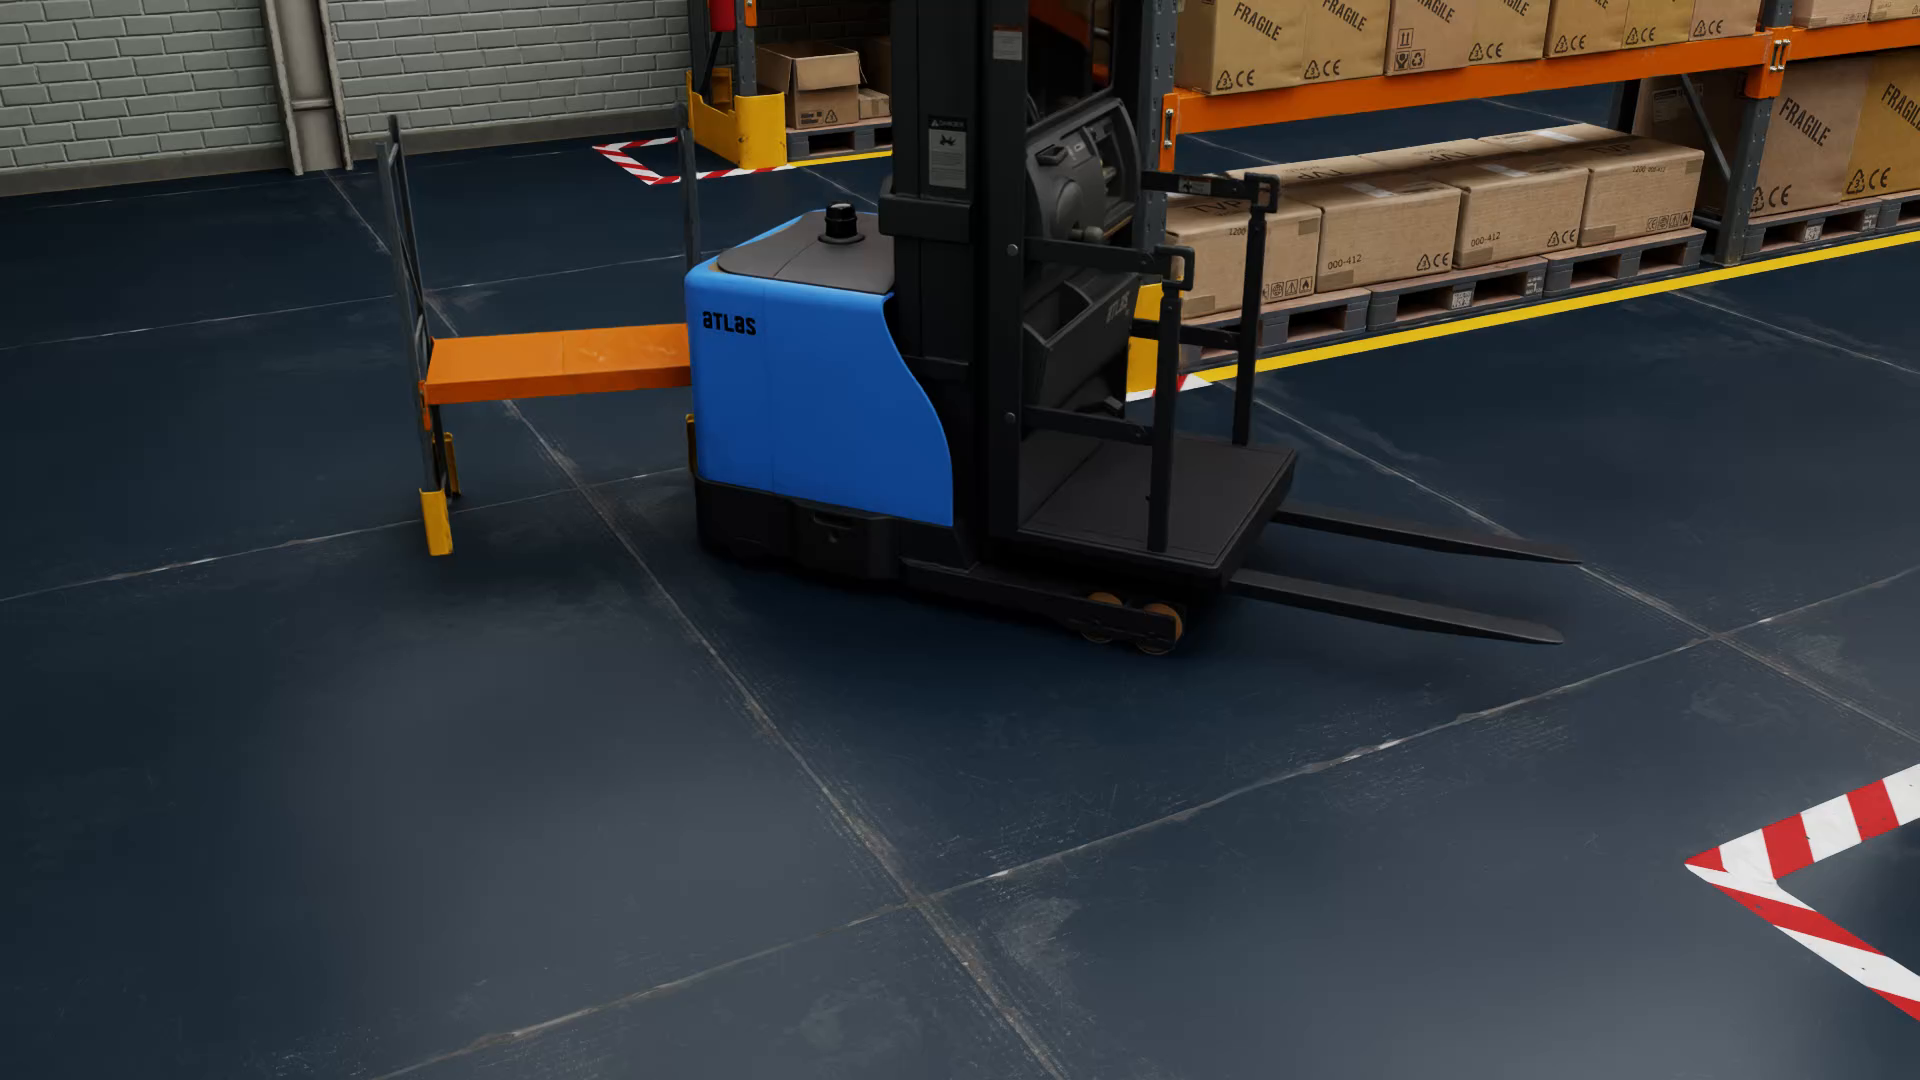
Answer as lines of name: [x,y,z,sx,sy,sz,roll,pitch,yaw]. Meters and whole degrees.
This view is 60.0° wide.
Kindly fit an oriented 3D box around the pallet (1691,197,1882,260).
pallet: [4.818,-2.027,10.228,1.213,0.211,1.003,-13,29,-25]

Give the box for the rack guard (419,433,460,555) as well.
rack guard: [-1.980,-0.183,6.341,0.087,0.250,0.587,-5,26,-11]

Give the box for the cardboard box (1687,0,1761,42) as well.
cardboard box: [3.883,-2.951,8.815,0.500,0.500,0.500,-13,28,-25]

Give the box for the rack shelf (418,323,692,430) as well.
rack shelf: [-1.484,-0.631,6.245,1.000,0.185,0.538,-5,26,-11]

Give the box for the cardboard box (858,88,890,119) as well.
cardboard box: [-0.719,-3.242,12.346,0.250,0.149,0.380,-14,29,-27]

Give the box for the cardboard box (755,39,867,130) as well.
cardboard box: [-1.112,-3.331,12.120,0.637,0.503,0.797,-14,29,-27]

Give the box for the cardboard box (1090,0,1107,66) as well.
cardboard box: [0.944,-2.528,7.934,0.500,0.500,0.500,-13,28,-25]

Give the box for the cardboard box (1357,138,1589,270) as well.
cardboard box: [2.778,-1.863,9.139,0.875,0.438,0.875,-14,29,-27]

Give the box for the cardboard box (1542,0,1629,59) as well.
cardboard box: [2.995,-2.736,8.368,0.500,0.500,0.500,-13,29,-26]

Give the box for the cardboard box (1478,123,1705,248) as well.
cardboard box: [3.568,-2.045,9.520,0.875,0.438,0.875,-13,29,-26]

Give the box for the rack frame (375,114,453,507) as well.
rack frame: [-1.981,-0.746,6.069,0.032,1.500,0.500,-5,26,-11]

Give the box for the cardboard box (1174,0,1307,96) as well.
cardboard box: [1.202,-2.317,7.494,0.500,0.500,0.500,-13,29,-25]

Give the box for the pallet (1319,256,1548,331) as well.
pallet: [2.387,-1.466,9.059,1.213,0.211,1.003,-13,29,-25]

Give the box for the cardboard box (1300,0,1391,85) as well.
cardboard box: [1.635,-2.430,7.731,0.500,0.500,0.500,-13,29,-26]

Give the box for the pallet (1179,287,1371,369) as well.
pallet: [1.312,-1.219,8.545,1.213,0.211,1.003,-13,29,-25]

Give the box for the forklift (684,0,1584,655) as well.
forklift: [0.595,-1.205,5.374,3.031,2.935,1.130,11,28,22]

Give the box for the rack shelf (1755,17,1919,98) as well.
rack shelf: [5.937,-3.181,10.241,4.000,0.370,1.077,-13,29,-25]

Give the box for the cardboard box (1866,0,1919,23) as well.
cardboard box: [5.141,-3.125,9.467,0.500,0.250,0.500,-14,29,-26]

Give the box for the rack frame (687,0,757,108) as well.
rack frame: [-1.696,-4.178,11.487,0.127,3.000,1.000,-13,29,-25]

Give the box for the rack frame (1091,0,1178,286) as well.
rack frame: [0.643,-2.283,7.540,0.127,3.000,1.000,-13,29,-25]

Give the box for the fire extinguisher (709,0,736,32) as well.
fire extinguisher: [-1.608,-3.769,11.154,0.183,0.674,0.296,-13,29,-25]

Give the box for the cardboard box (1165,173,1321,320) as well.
cardboard box: [1.178,-1.490,8.363,0.875,0.438,0.875,-14,29,-27]

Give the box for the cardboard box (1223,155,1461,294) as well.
cardboard box: [1.982,-1.680,8.758,0.875,0.438,0.875,-12,28,-24]

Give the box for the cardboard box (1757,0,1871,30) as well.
cardboard box: [4.685,-3.019,9.246,0.500,0.250,0.500,-14,29,-26]

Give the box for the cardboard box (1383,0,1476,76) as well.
cardboard box: [2.092,-2.527,7.932,0.500,0.500,0.500,-13,29,-25]

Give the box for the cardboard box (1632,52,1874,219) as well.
cardboard box: [4.682,-2.486,9.933,0.875,0.875,0.875,-12,28,-24]

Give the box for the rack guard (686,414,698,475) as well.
rack guard: [-1.007,-0.275,6.532,0.087,0.250,0.587,-5,26,-11]

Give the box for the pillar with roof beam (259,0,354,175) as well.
pillar with roof beam: [-2.474,-5.034,6.337,0.400,9.000,9.100,-13,29,-25]

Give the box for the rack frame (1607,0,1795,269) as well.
rack frame: [4.172,-3.098,9.237,0.127,3.000,1.000,-13,29,-25]

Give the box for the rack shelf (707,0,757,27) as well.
rack shelf: [0.069,-4.261,12.491,4.000,0.370,1.077,-13,29,-25]

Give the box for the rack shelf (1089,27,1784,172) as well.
rack shelf: [2.408,-2.366,8.544,4.000,0.370,1.077,-13,29,-25]

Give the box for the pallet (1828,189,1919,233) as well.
pallet: [5.896,-2.277,10.749,1.213,0.211,1.003,-13,29,-25]

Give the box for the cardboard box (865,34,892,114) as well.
cardboard box: [-0.339,-3.488,12.453,0.500,0.500,0.700,-12,28,-23]

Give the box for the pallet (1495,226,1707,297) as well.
pallet: [3.465,-1.716,9.580,1.213,0.211,1.003,-13,29,-25]

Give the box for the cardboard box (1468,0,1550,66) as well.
cardboard box: [2.526,-2.635,8.158,0.500,0.500,0.500,-12,28,-23]

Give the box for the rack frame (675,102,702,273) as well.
rack frame: [-0.988,-0.840,6.265,0.032,1.500,0.500,-5,26,-11]

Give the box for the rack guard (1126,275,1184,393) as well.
rack guard: [0.622,-1.152,8.071,0.348,0.500,1.175,-13,29,-25]

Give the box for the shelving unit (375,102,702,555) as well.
shelving unit: [-1.493,-0.792,6.165,1.083,1.500,0.587,-5,26,-11]

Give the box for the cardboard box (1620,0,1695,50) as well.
cardboard box: [3.432,-2.844,8.593,0.500,0.500,0.500,-14,29,-26]

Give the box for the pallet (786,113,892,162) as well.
pallet: [-0.926,-3.099,12.462,1.213,0.211,1.003,-13,29,-25]

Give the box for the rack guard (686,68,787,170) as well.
rack guard: [-1.629,-3.067,12.060,0.348,0.500,1.175,-13,29,-25]

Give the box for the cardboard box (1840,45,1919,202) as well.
cardboard box: [5.475,-2.673,10.322,0.875,0.875,0.875,-12,28,-24]
